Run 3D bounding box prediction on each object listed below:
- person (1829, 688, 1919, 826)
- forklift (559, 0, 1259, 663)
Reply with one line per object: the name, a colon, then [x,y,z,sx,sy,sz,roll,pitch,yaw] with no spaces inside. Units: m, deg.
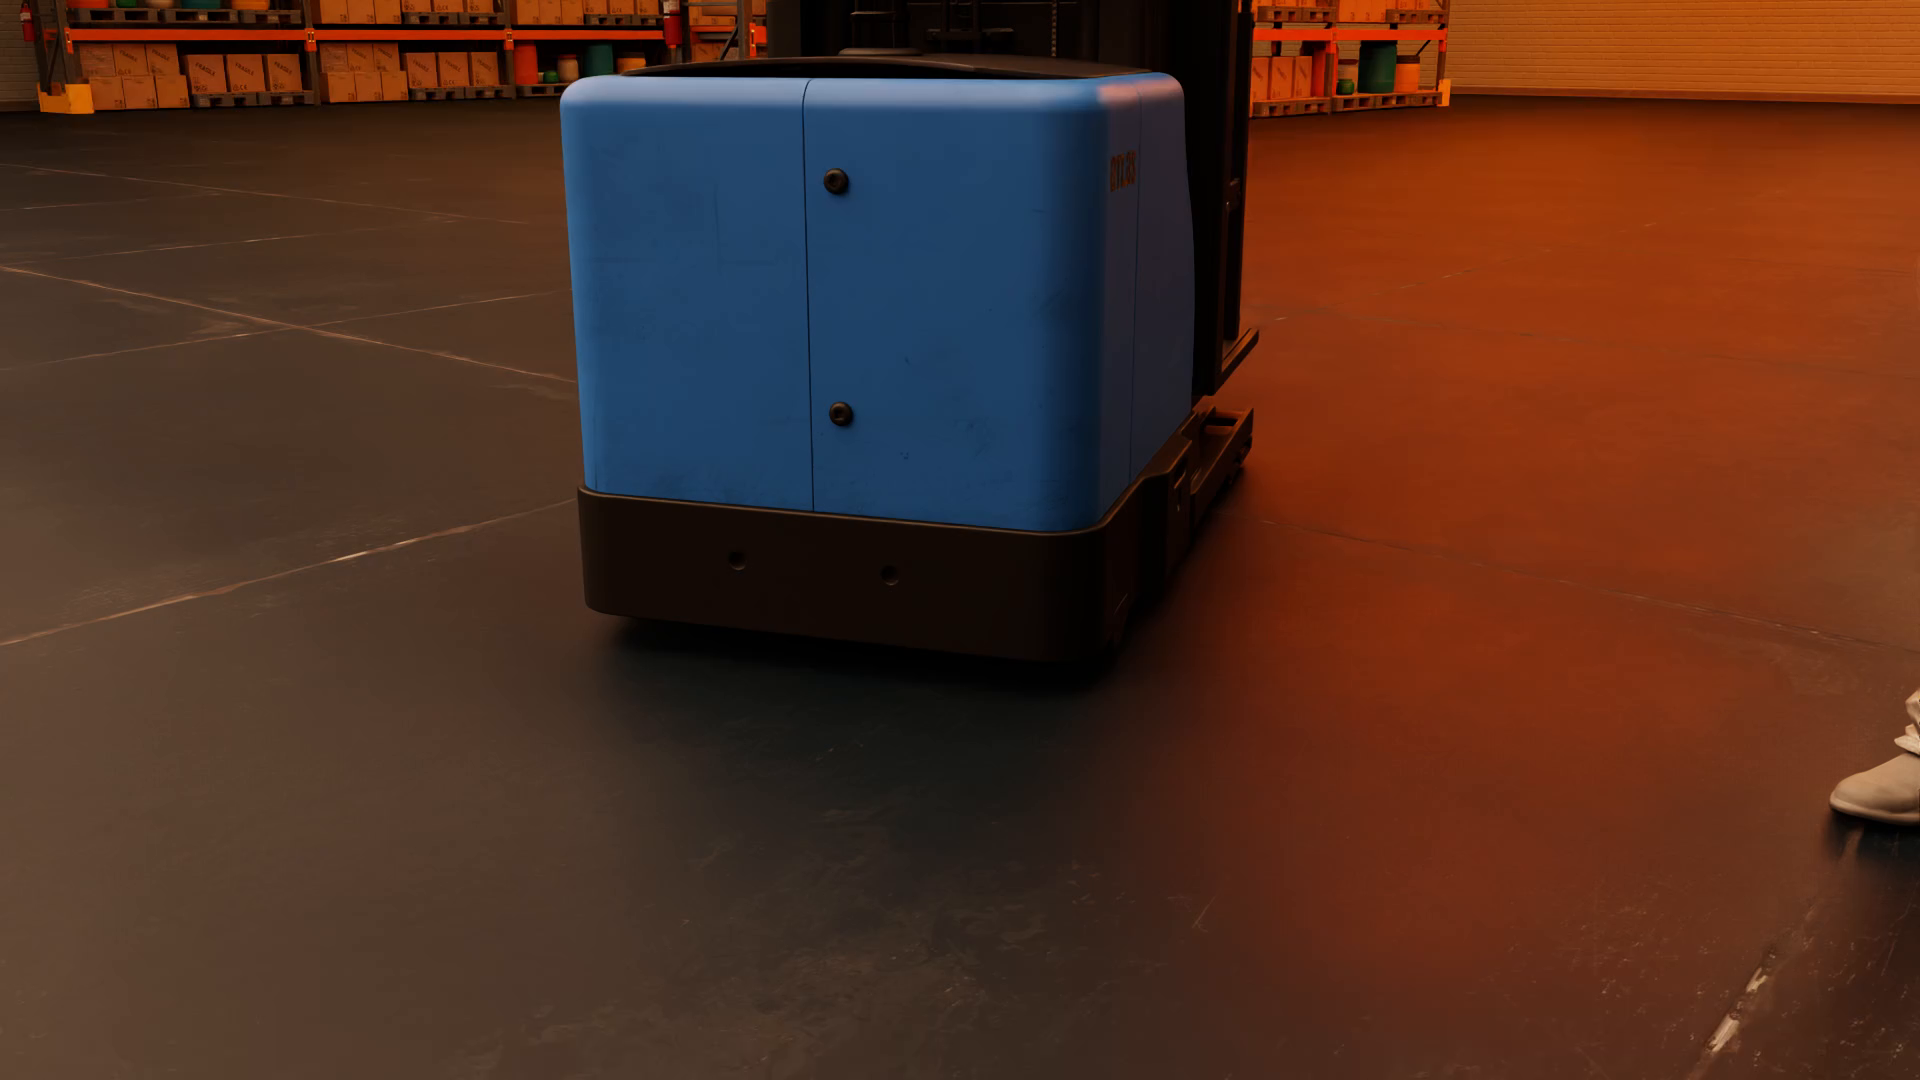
person: [1.591,-0.404,2.200,0.361,1.789,0.566,-12,21,-35]
forklift: [0.182,-1.571,4.072,1.130,2.935,3.031,5,18,17]
